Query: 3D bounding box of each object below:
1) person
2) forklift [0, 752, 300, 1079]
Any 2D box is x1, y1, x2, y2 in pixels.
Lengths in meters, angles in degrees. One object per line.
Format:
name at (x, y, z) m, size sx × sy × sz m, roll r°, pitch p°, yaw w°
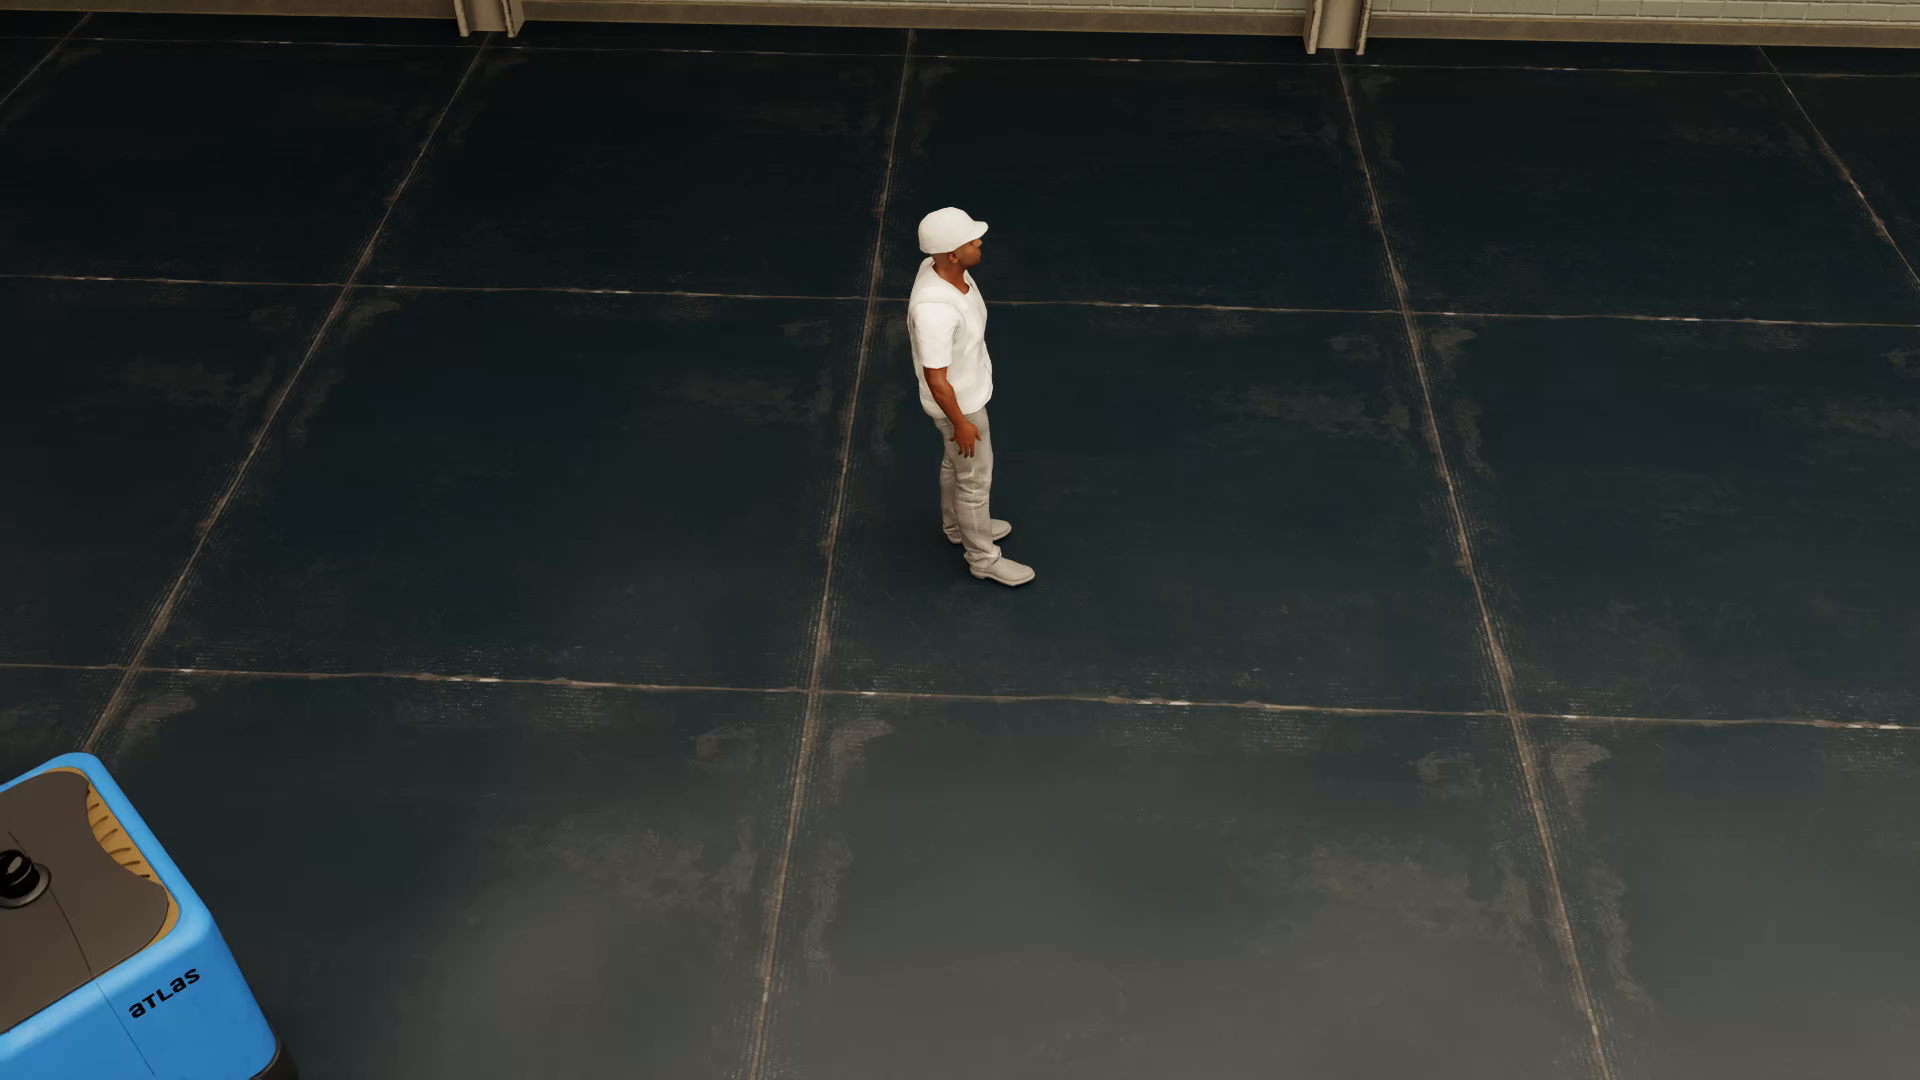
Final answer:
person at (0.070, -0.652, 7.309) m, size 0.575 × 1.768 × 0.665 m, roll 2°, pitch 42°, yaw 2°
forklift at (-3.697, 1.314, 4.303) m, size 3.031 × 2.935 × 1.130 m, roll -32°, pitch 51°, yaw -30°
